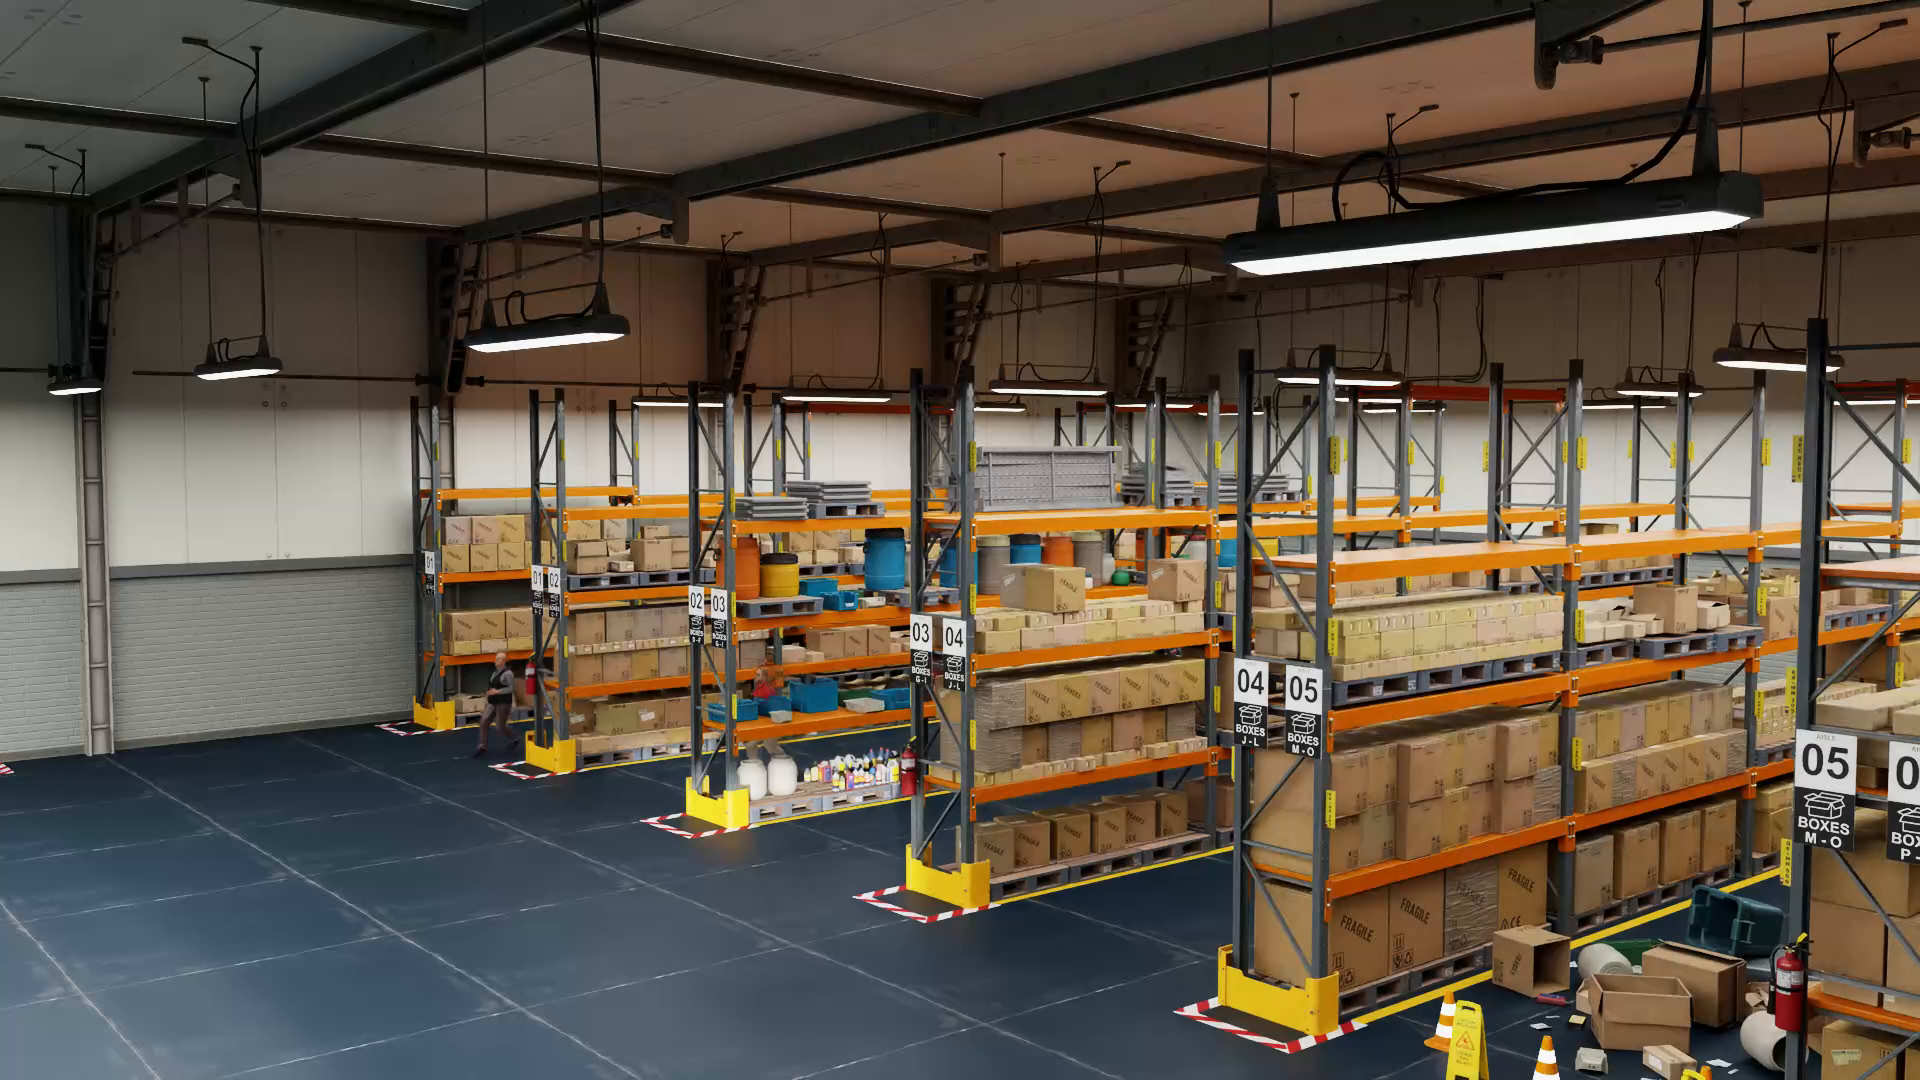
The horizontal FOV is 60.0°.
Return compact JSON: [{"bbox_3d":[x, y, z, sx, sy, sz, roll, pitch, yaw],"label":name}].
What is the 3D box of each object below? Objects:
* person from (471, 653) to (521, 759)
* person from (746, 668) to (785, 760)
[{"bbox_3d":[-7.566,2.704,27.340,0.680,1.717,0.889,3,4,38],"label":"person"},{"bbox_3d":[-2.937,2.820,25.241,0.857,1.774,0.651,-2,4,-36],"label":"person"}]
